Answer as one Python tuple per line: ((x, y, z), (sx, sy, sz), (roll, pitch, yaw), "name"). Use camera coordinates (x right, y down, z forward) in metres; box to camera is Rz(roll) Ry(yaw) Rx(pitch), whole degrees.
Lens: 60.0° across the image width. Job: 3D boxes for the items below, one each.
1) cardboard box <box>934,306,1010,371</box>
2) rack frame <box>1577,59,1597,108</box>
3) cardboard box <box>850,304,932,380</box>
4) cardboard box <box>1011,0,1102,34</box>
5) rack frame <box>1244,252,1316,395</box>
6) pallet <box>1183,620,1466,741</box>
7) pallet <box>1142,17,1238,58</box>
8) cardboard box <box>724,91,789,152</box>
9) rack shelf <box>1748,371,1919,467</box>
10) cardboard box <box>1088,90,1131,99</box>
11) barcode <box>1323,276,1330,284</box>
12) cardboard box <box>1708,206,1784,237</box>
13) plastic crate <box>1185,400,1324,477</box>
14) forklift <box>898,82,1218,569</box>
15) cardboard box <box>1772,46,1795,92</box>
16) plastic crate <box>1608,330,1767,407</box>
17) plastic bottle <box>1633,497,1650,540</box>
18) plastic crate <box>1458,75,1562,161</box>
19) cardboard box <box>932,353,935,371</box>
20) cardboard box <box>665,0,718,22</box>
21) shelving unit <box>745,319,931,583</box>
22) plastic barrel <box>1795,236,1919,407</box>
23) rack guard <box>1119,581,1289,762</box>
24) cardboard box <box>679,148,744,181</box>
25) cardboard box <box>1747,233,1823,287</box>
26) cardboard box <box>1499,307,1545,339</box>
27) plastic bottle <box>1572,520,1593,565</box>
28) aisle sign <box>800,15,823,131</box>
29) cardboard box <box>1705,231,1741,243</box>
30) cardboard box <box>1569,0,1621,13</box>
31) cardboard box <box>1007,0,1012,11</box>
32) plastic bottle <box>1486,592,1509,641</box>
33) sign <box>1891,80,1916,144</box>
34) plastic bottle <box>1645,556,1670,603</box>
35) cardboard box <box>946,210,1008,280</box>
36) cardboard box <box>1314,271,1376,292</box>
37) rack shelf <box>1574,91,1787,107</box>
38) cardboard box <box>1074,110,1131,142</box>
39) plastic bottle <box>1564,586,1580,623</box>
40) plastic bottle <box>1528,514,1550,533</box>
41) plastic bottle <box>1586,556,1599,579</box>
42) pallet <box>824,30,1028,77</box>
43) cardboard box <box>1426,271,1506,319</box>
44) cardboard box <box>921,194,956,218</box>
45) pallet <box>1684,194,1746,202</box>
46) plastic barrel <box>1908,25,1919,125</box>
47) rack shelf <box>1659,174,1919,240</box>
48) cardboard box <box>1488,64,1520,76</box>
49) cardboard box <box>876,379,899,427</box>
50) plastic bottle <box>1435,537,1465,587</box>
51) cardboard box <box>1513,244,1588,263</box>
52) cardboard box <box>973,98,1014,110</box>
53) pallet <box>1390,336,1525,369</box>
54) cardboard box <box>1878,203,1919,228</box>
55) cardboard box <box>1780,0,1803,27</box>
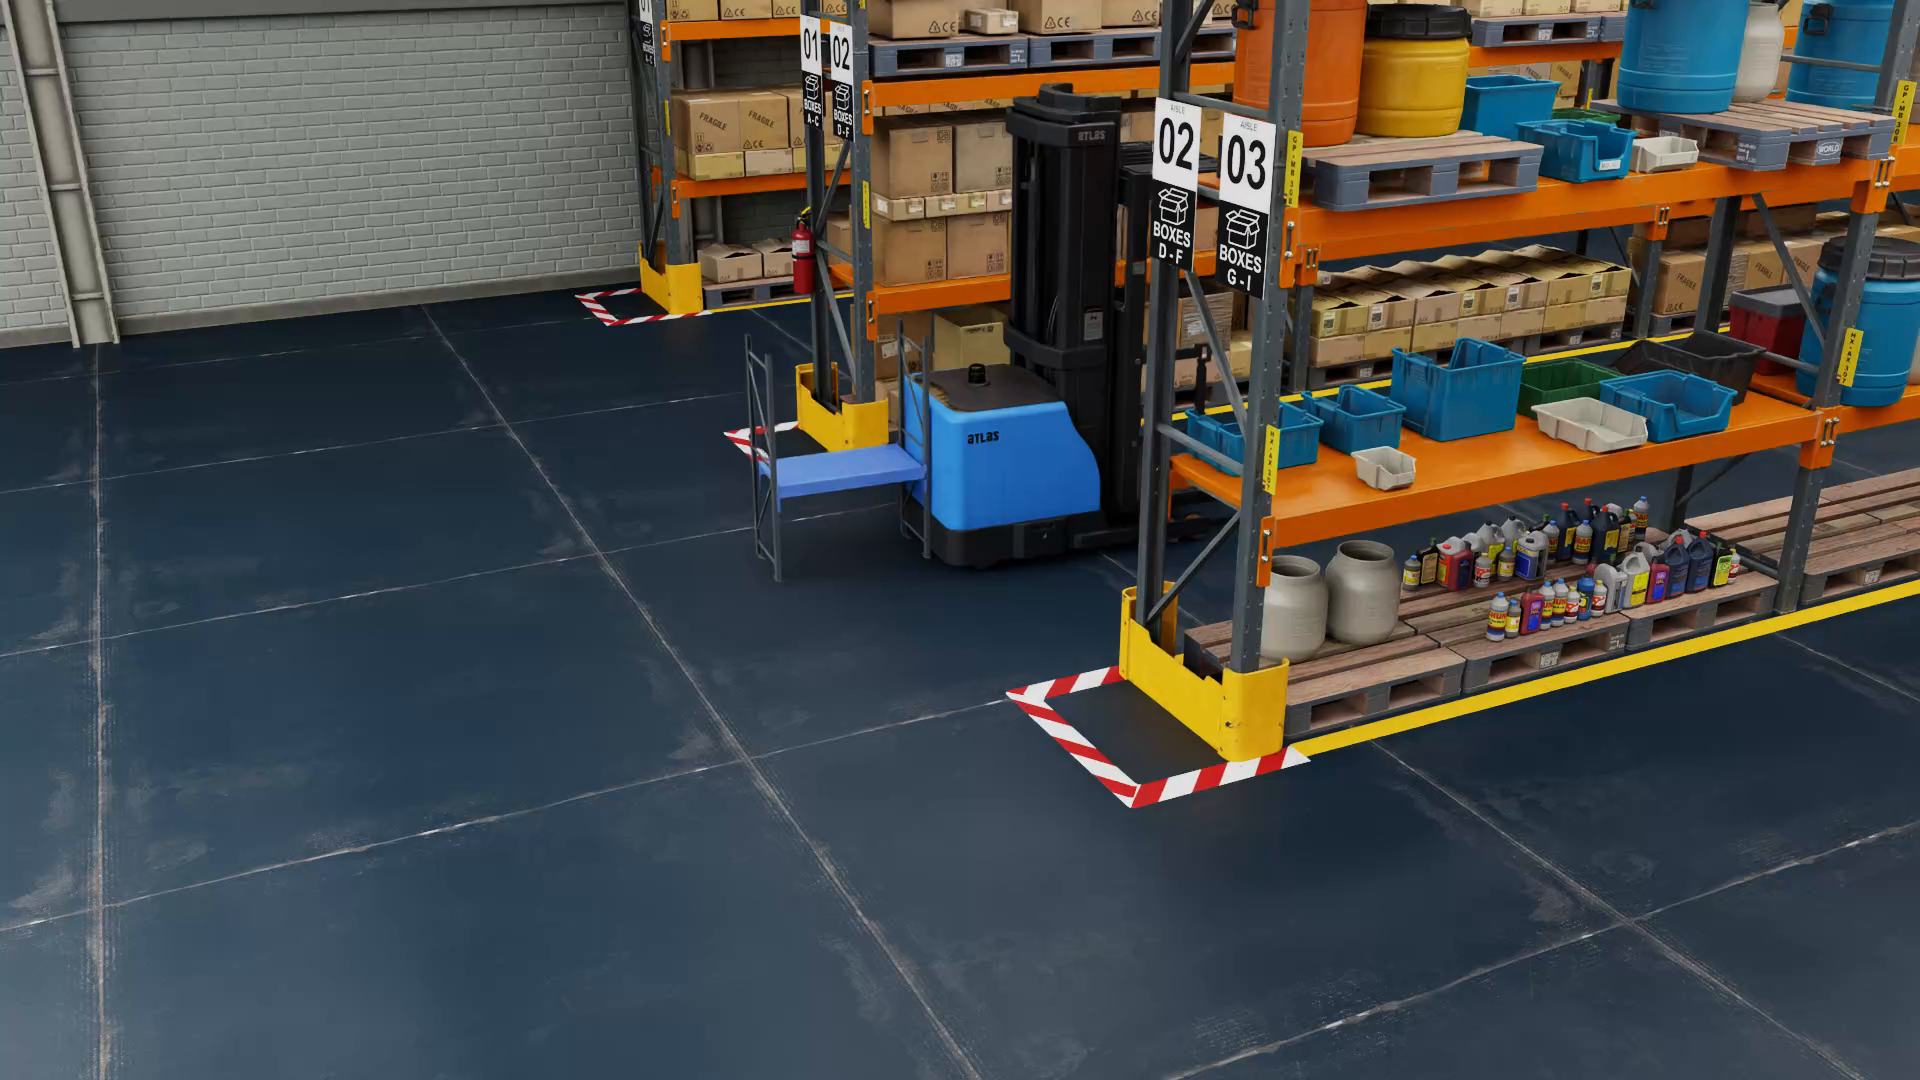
((0.124, -1.516, 13.055), (0.500, 0.500, 0.500), (-10, 25, -24), "cardboard box")
((7.756, -5.847, 21.453), (0.127, 3.000, 1.000), (-10, 25, -24), "rack frame")
((-0.551, -1.611, 13.286), (0.500, 0.500, 0.500), (-10, 25, -24), "cardboard box")
((0.710, -4.022, 12.259), (0.500, 0.500, 0.500), (-10, 25, -24), "cardboard box")
((2.699, -2.813, 14.124), (0.127, 3.000, 1.000), (-10, 25, -24), "rack frame")
((2.022, 0.685, 9.320), (1.213, 0.211, 1.003), (-10, 25, -24), "pallet")
((1.942, -4.008, 13.204), (1.213, 0.211, 1.003), (-10, 25, -24), "pallet")
((-2.047, -4.197, 16.656), (0.500, 0.500, 0.500), (-10, 25, -23), "cardboard box")
((6.646, -1.105, 10.938), (4.000, 0.370, 1.077), (-10, 25, -24), "rack shelf")
((1.527, -4.932, 18.537), (0.500, 0.500, 0.700), (-8, 24, -18), "cardboard box")
((3.110, -2.204, 14.090), (0.075, 0.075, 0.001), (-10, 25, -24), "barcode")
((8.013, -3.289, 16.987), (0.500, 0.250, 0.500), (-11, 25, -25), "cardboard box")
((1.561, -0.559, 8.874), (0.616, 0.251, 0.499), (-10, 25, -24), "plastic crate")
((1.145, -1.511, 11.067), (3.031, 2.935, 1.130), (-9, 24, -20), "forklift")
((10.905, -6.561, 22.785), (0.700, 0.700, 0.980), (-9, 24, -21), "cardboard box")
((4.317, -1.034, 9.907), (0.504, 0.338, 0.767), (-10, 25, -24), "plastic crate")
((4.367, -0.146, 10.674), (0.097, 0.271, 0.097), (0, 22, 0), "plastic bottle")
((2.827, -2.241, 8.840), (0.575, 0.384, 0.392), (-10, 25, -24), "plastic crate")
((-0.105, -1.351, 13.638), (0.500, 0.250, 0.500), (-10, 25, -24), "cardboard box")
((-2.647, -5.267, 15.973), (0.500, 0.500, 0.500), (-10, 24, -22), "cardboard box")
((-0.772, -0.582, 10.694), (1.048, 1.500, 0.538), (-9, 24, -20), "shelving unit")
((5.324, -1.297, 9.805), (0.708, 0.901, 0.600), (-10, 25, -24), "plastic barrel")
((1.288, 0.684, 8.943), (0.348, 0.500, 1.175), (-10, 25, -24), "rack guard")
((-2.479, -3.768, 16.600), (0.500, 0.250, 0.500), (-11, 25, -25), "cardboard box")
((8.229, -2.761, 16.690), (0.500, 0.500, 0.500), (-11, 25, -25), "cardboard box")
((5.018, -2.060, 15.350), (0.500, 0.250, 0.500), (-10, 24, -22), "cardboard box")
((3.858, 0.008, 10.300), (0.097, 0.271, 0.097), (0, 22, 0), "plastic bottle")
((-1.092, -3.441, 12.242), (0.004, 0.787, 0.394), (-10, 25, -24), "aisle sign")
((7.511, -2.847, 16.898), (0.500, 0.500, 0.500), (-11, 25, -26), "cardboard box")
((5.454, -4.799, 14.648), (0.500, 0.250, 0.500), (-10, 24, -22), "cardboard box")
((0.519, -4.127, 12.761), (0.500, 0.311, 0.500), (-7, 24, -17), "cardboard box")
((3.009, 0.422, 9.301), (0.097, 0.271, 0.097), (0, 22, 0), "plastic bottle")
((5.073, -2.304, 8.961), (0.005, 0.325, 0.100), (-10, 25, -24), "sign")
((4.087, 0.226, 9.759), (0.133, 0.283, 0.061), (-9, 24, -20), "plastic bottle")
((-0.008, -2.358, 12.893), (0.500, 0.500, 0.700), (-10, 24, -22), "cardboard box")
((3.406, -2.250, 15.077), (0.500, 0.311, 0.500), (-10, 24, -22), "cardboard box")
((9.558, -5.846, 22.392), (4.000, 0.370, 1.077), (-10, 25, -24), "rack shelf")
((0.945, -3.133, 13.070), (0.500, 0.500, 0.700), (-10, 25, -24), "cardboard box")
((3.497, 0.364, 9.531), (0.097, 0.201, 0.097), (0, 22, 0), "plastic bottle")
((3.600, -0.018, 10.349), (0.133, 0.283, 0.061), (-9, 24, -21), "plastic bottle")
((3.730, 0.227, 9.756), (0.133, 0.283, 0.061), (-10, 25, -24), "plastic bottle")
((-0.257, -3.603, 12.226), (1.213, 0.211, 1.003), (-10, 25, -24), "pallet")
((4.564, -2.234, 15.038), (0.500, 0.311, 0.500), (-10, 24, -22), "cardboard box")
((-0.221, -2.531, 12.464), (0.250, 0.149, 0.380), (-11, 25, -25), "cardboard box")
((6.884, -3.525, 16.094), (1.003, 0.211, 1.213), (-10, 25, -24), "pallet")
((5.797, -2.991, 9.976), (0.600, 0.901, 0.600), (0, 22, 0), "plastic barrel")
((8.105, -3.476, 16.666), (4.000, 0.370, 1.077), (-10, 25, -24), "rack shelf")
((6.537, -5.708, 20.571), (0.500, 0.500, 0.500), (-10, 25, -24), "cardboard box")
((-0.325, -1.085, 12.996), (0.500, 0.250, 0.500), (-10, 25, -24), "cardboard box")
((2.943, 0.125, 10.012), (0.135, 0.276, 0.152), (-10, 25, -23), "plastic bottle")
((5.704, -2.674, 16.100), (0.500, 0.311, 0.500), (-10, 24, -22), "cardboard box")
((0.255, -4.621, 17.681), (0.500, 0.500, 0.500), (-10, 25, -24), "cardboard box")
((4.447, -1.864, 15.478), (1.213, 0.211, 1.003), (-10, 25, -24), "pallet")
((10.298, -3.381, 18.188), (0.500, 0.500, 0.500), (-10, 25, -24), "cardboard box")
((7.610, -5.164, 15.750), (0.500, 0.500, 0.910), (-10, 25, -24), "cardboard box")
